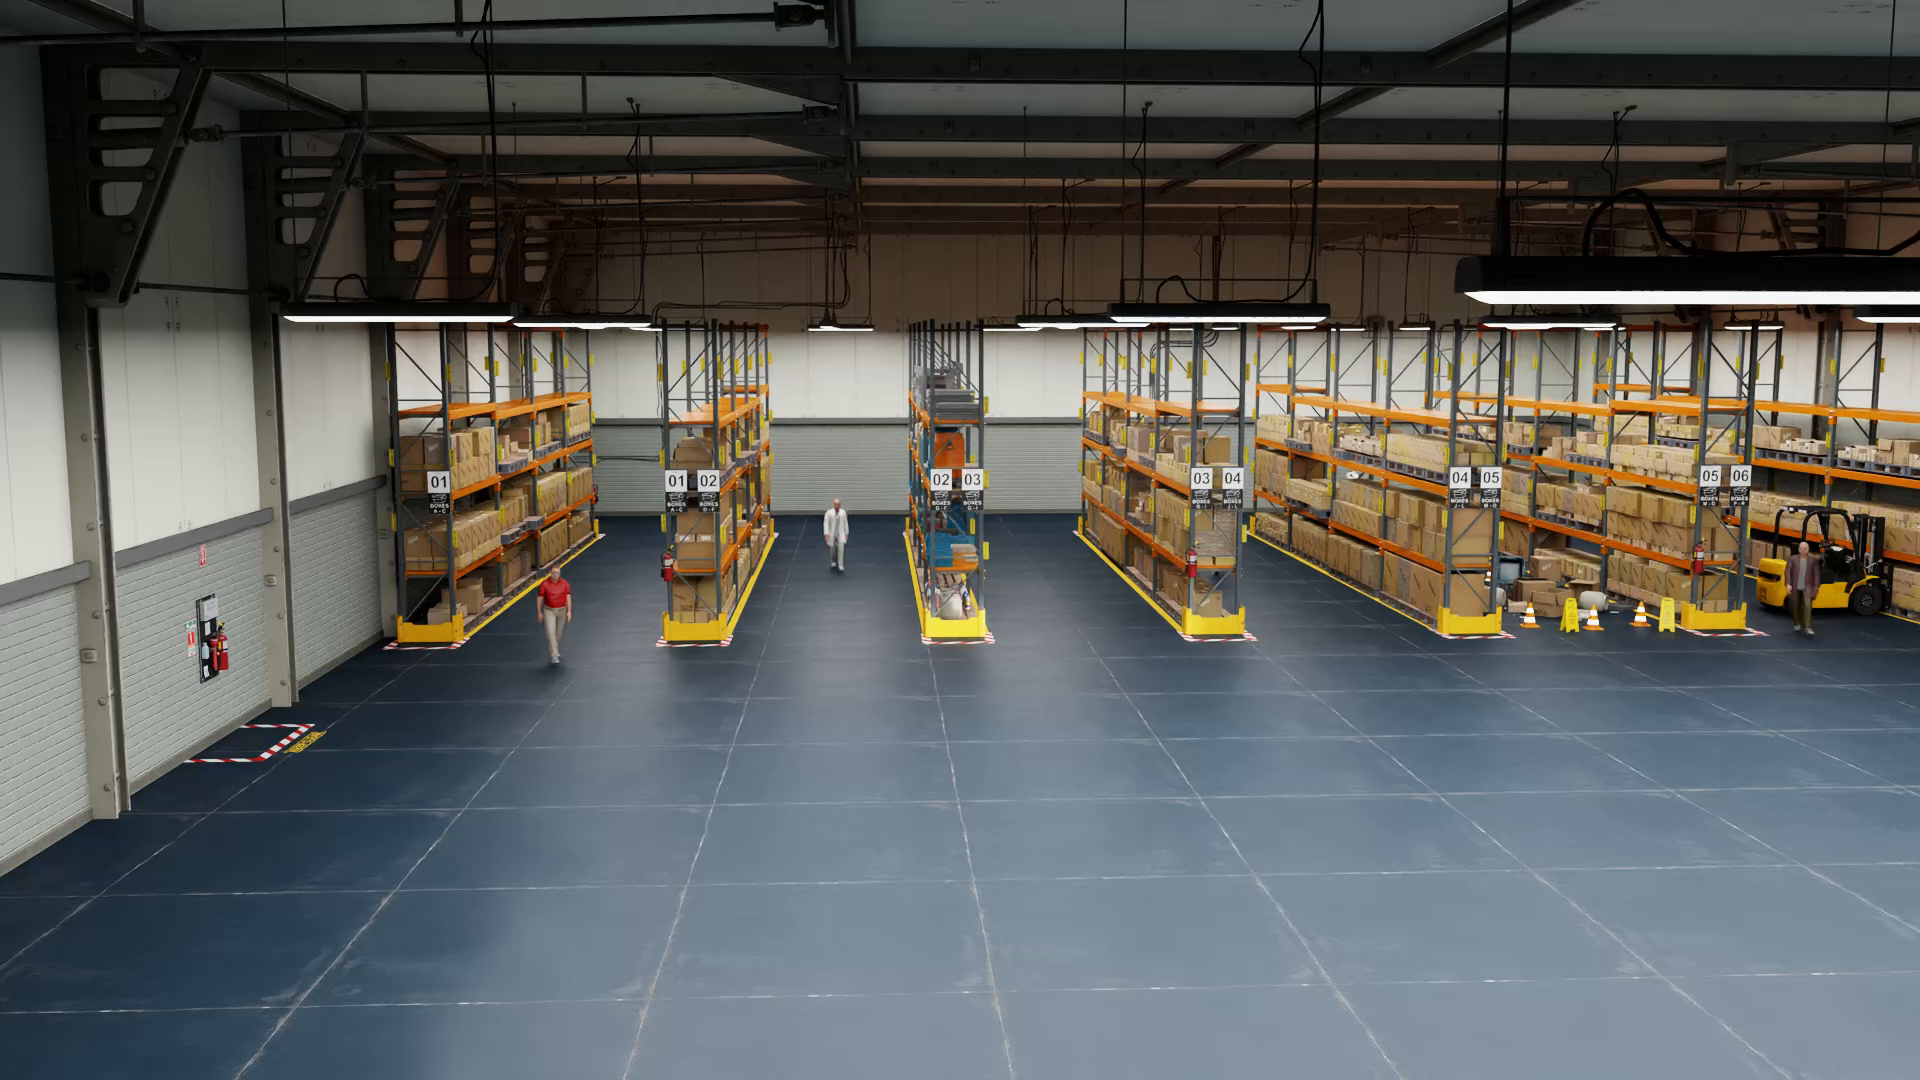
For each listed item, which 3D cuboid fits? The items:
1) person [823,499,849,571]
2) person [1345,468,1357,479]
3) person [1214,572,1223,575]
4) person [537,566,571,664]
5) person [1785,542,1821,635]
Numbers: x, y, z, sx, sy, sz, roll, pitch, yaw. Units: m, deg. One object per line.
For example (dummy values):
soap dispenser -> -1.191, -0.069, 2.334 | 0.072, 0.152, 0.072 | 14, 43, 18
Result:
person -> -3.006, -0.132, 40.409 | 0.622, 1.711, 1.171 | -1, 7, -6
person -> 12.372, -1.596, 52.415 | 0.559, 1.672, 0.478 | -2, 7, -17
person -> 6.159, 0.048, 39.454 | 0.706, 1.626, 0.702 | 1, 7, 7
person -> -7.068, 1.276, 29.103 | 0.560, 1.666, 1.030 | -5, 9, -37
person -> 16.077, 0.964, 31.769 | 0.624, 1.645, 1.027 | 4, 8, 31
